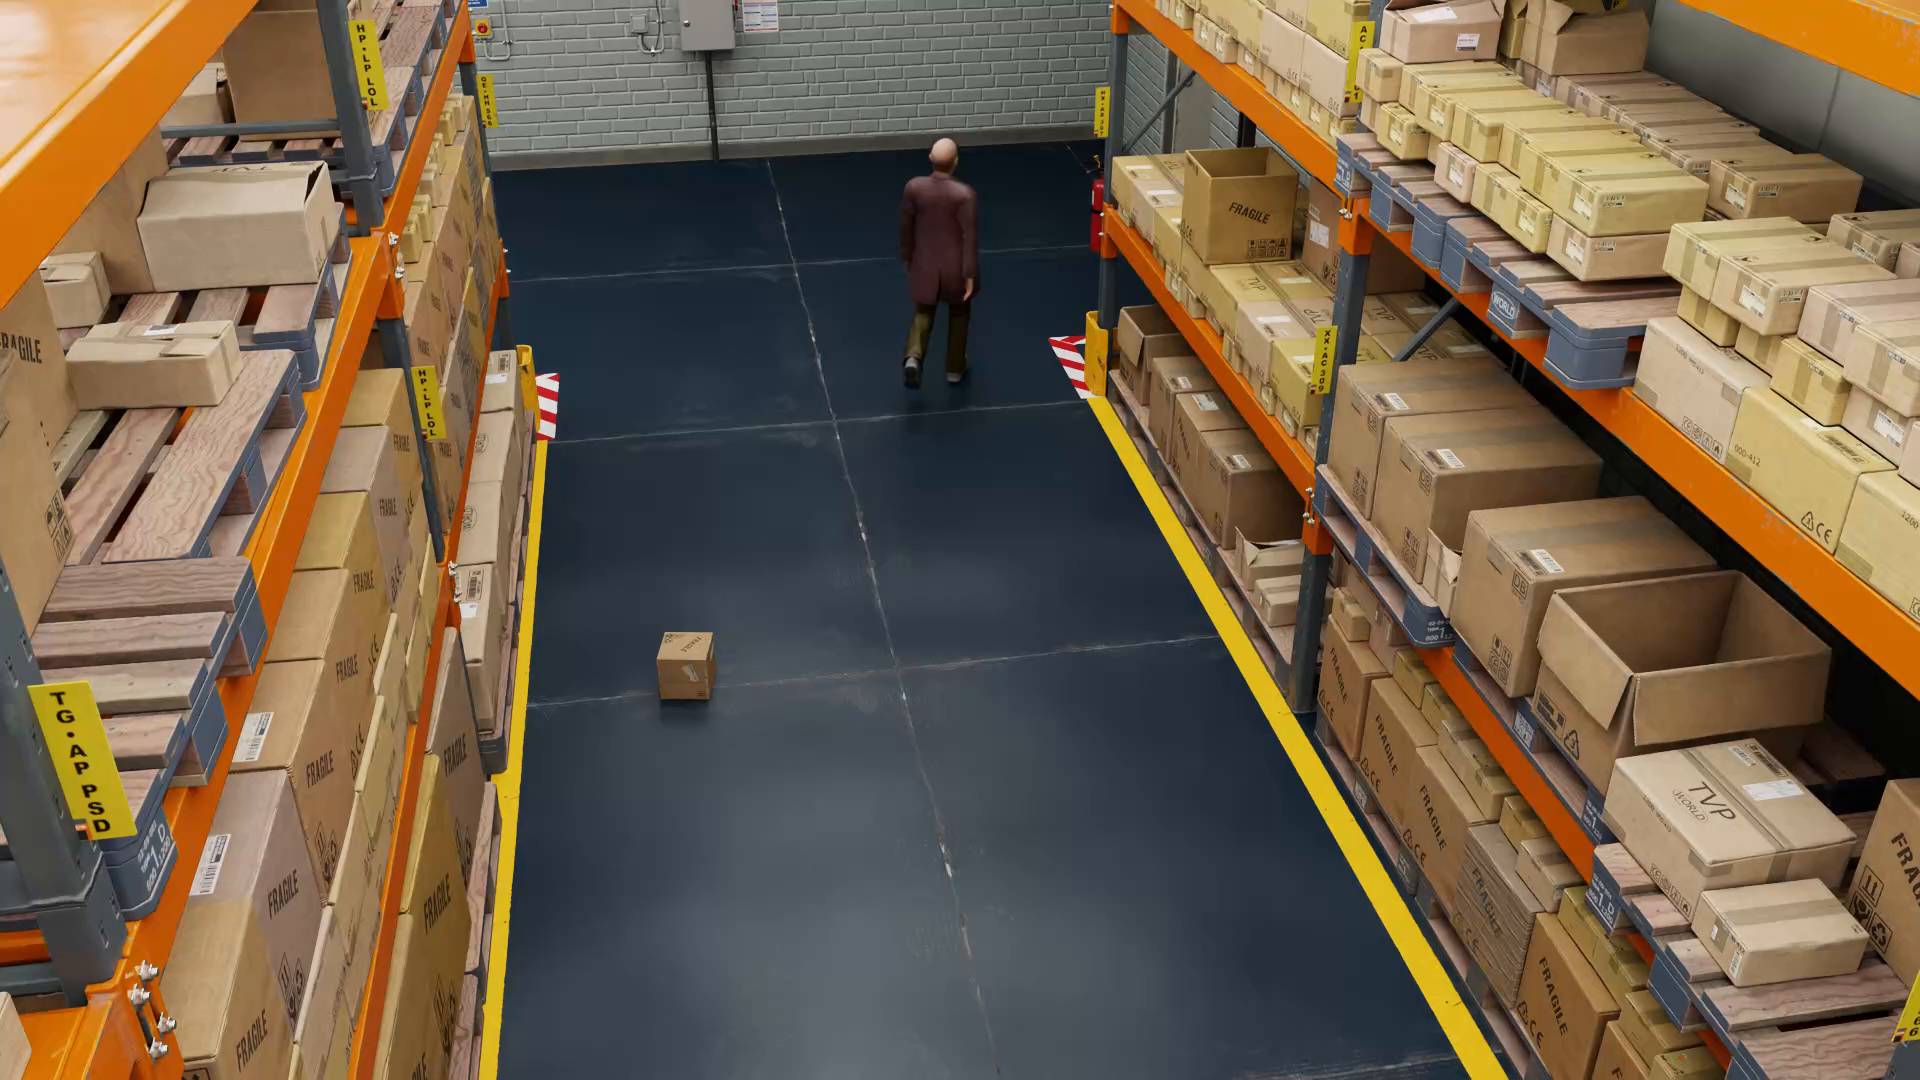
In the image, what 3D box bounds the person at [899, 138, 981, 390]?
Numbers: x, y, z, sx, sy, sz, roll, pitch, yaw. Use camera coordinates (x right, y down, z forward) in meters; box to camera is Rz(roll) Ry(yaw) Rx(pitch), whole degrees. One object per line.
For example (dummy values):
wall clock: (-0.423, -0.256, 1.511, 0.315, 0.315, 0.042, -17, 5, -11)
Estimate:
person: (-0.155, -1.843, 11.295, 0.589, 1.753, 0.900, 7, 31, 11)
